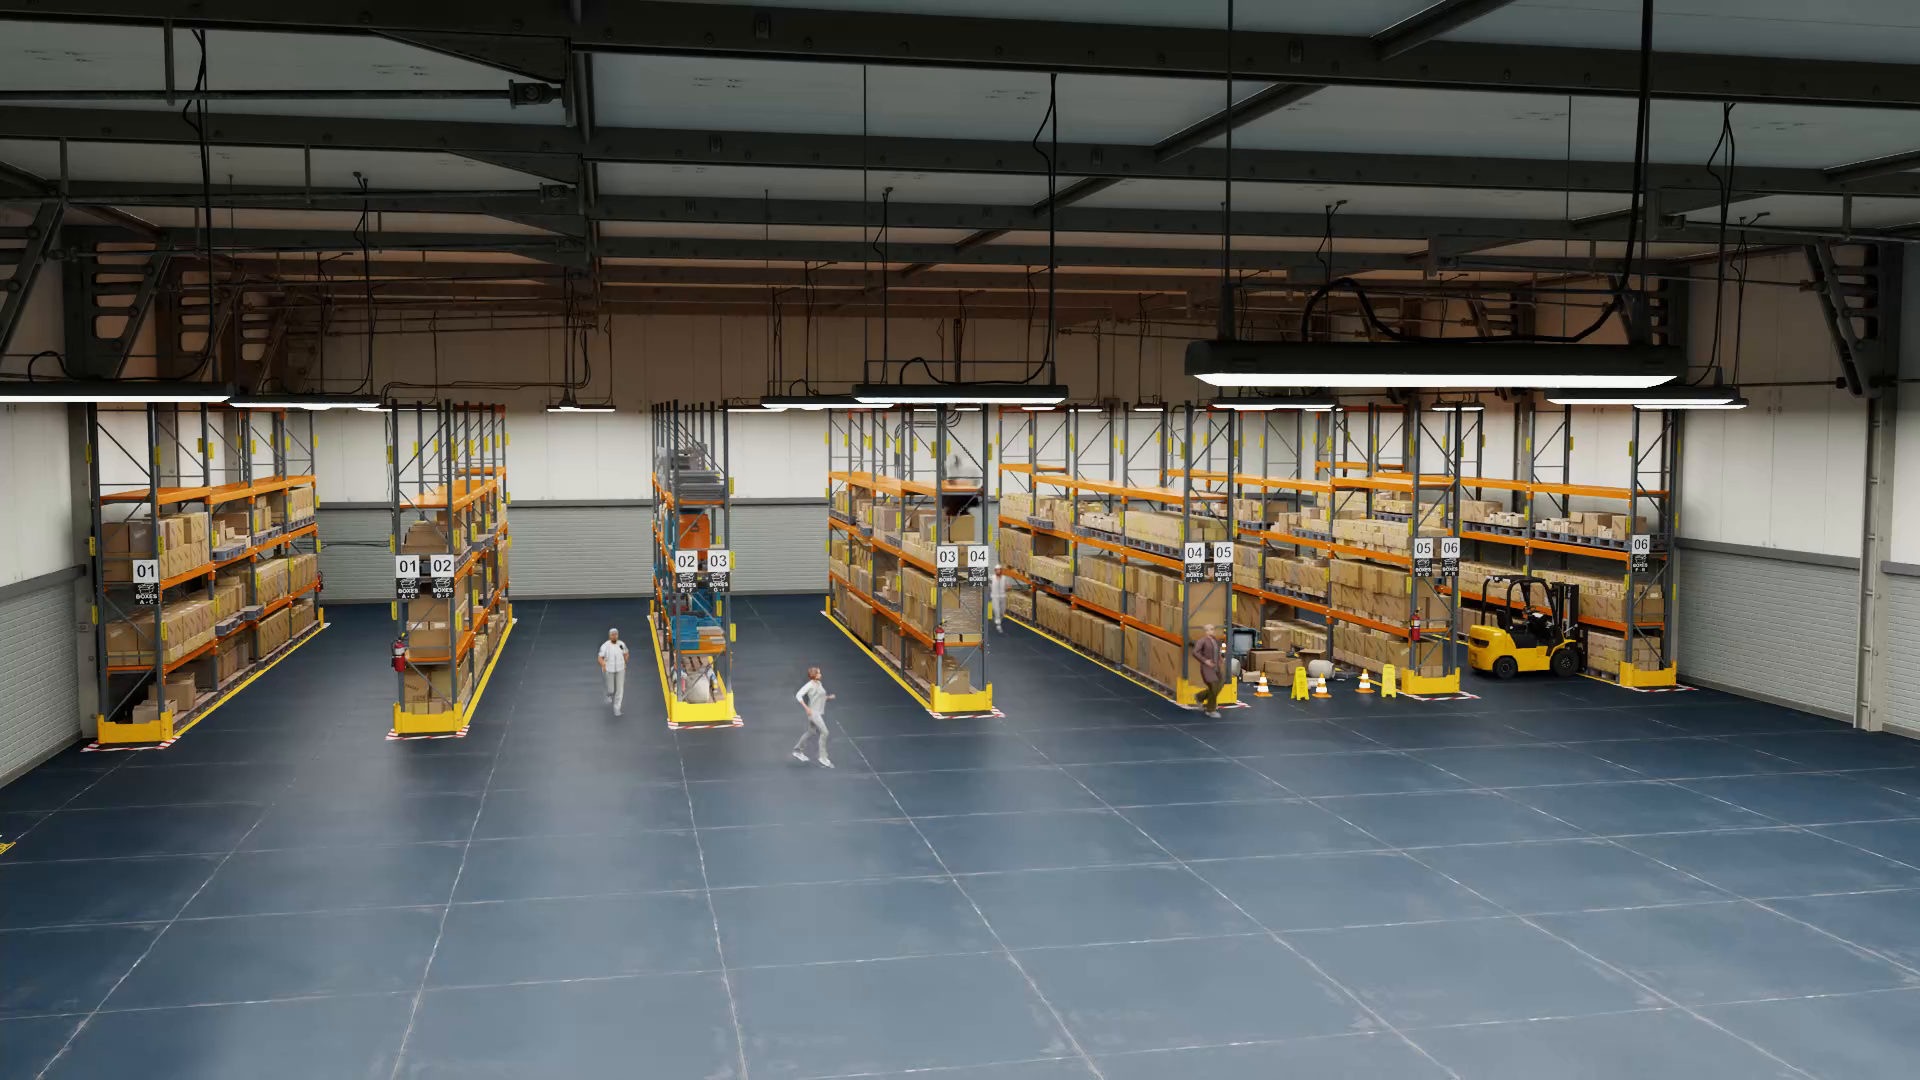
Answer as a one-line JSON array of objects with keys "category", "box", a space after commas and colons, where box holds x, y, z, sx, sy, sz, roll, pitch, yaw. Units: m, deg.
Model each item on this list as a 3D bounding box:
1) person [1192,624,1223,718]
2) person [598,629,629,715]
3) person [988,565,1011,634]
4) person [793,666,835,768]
[{"category": "person", "box": [4.722, 2.481, 31.679, 0.760, 1.765, 0.702, -4, 6, -41]}, {"category": "person", "box": [-6.654, 2.515, 31.965, 0.589, 1.643, 0.685, -2, 5, -21]}, {"category": "person", "box": [1.008, 1.530, 43.565, 0.663, 1.766, 0.997, -1, 4, -14]}, {"category": "person", "box": [-2.385, 2.875, 27.087, 0.737, 1.643, 0.510, 1, 4, 9]}]
